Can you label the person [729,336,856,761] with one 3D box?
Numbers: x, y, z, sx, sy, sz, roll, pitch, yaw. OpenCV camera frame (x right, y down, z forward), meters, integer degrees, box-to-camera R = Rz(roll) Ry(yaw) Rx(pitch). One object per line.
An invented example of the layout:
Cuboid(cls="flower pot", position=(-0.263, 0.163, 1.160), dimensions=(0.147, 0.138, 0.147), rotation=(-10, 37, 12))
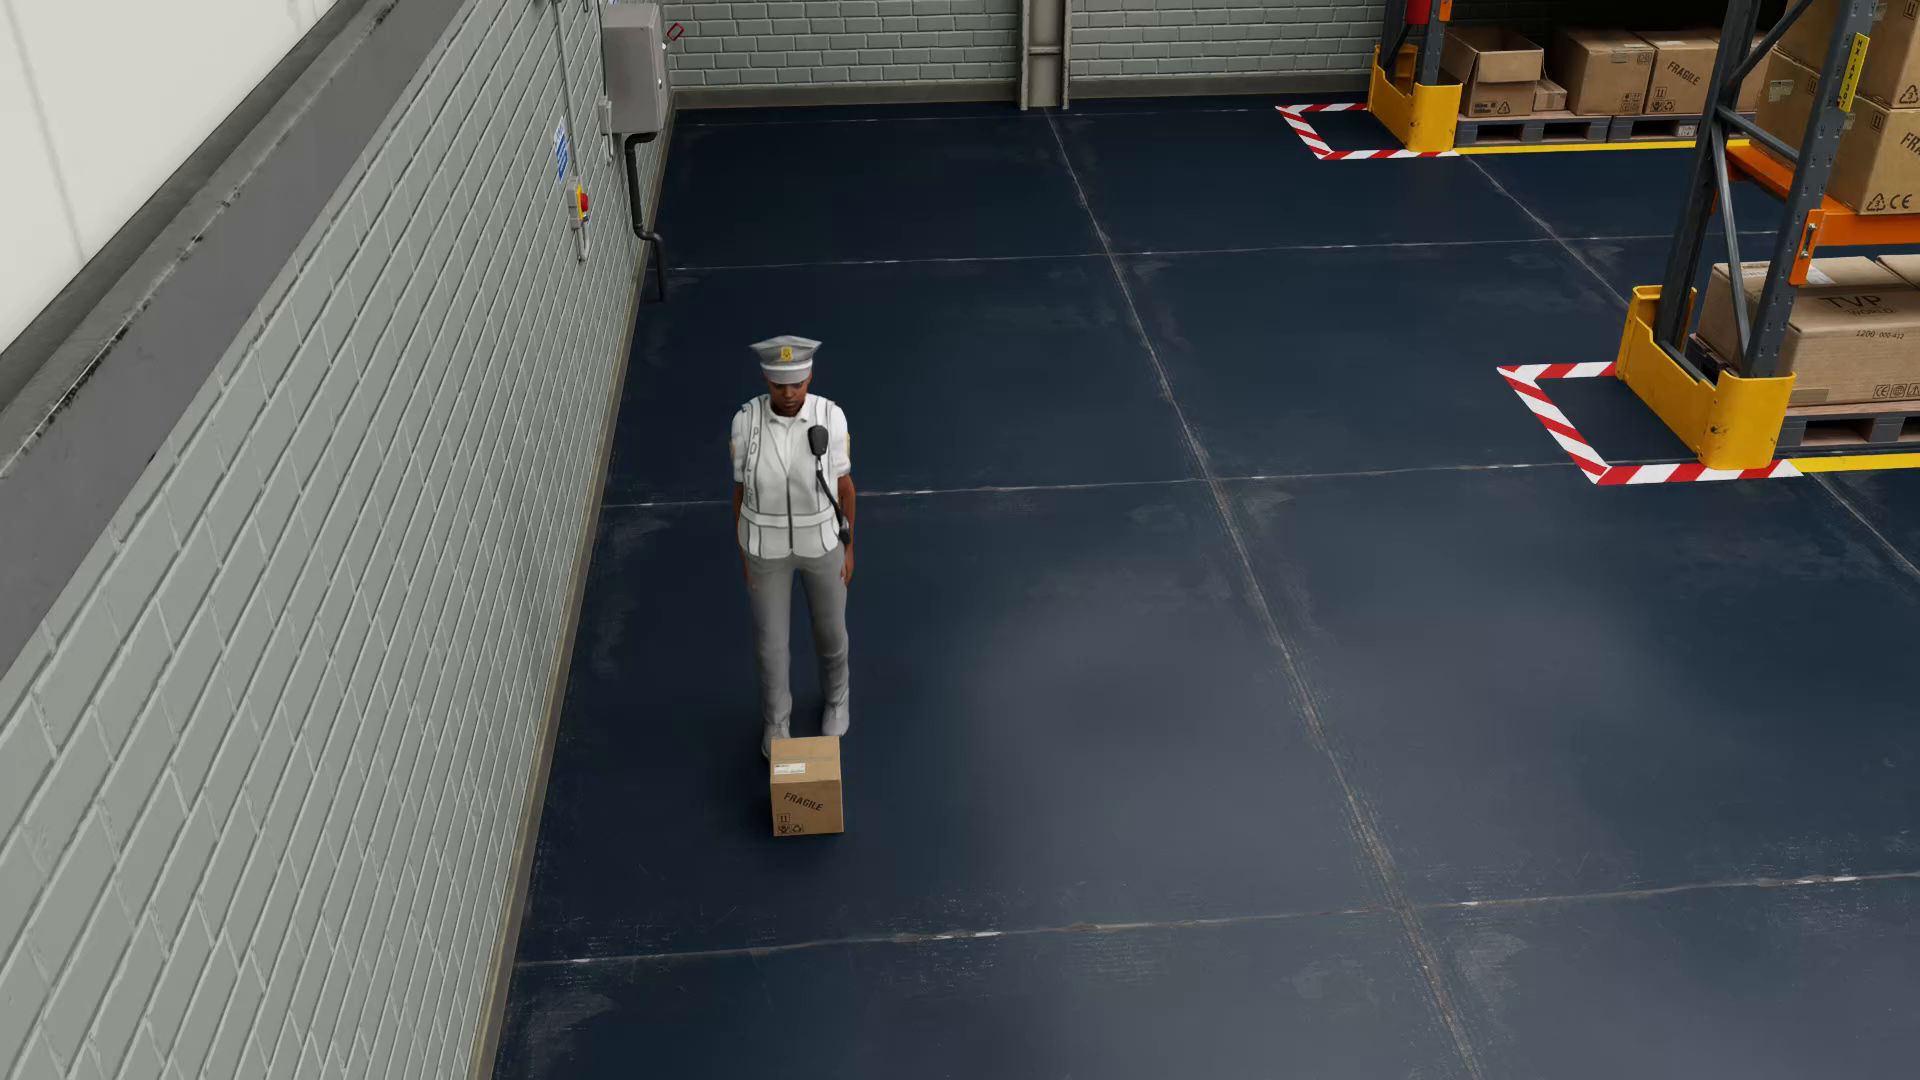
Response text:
Cuboid(cls="person", position=(-0.596, 0.040, 6.077), dimensions=(0.442, 1.715, 0.426), rotation=(-2, 31, -4))
